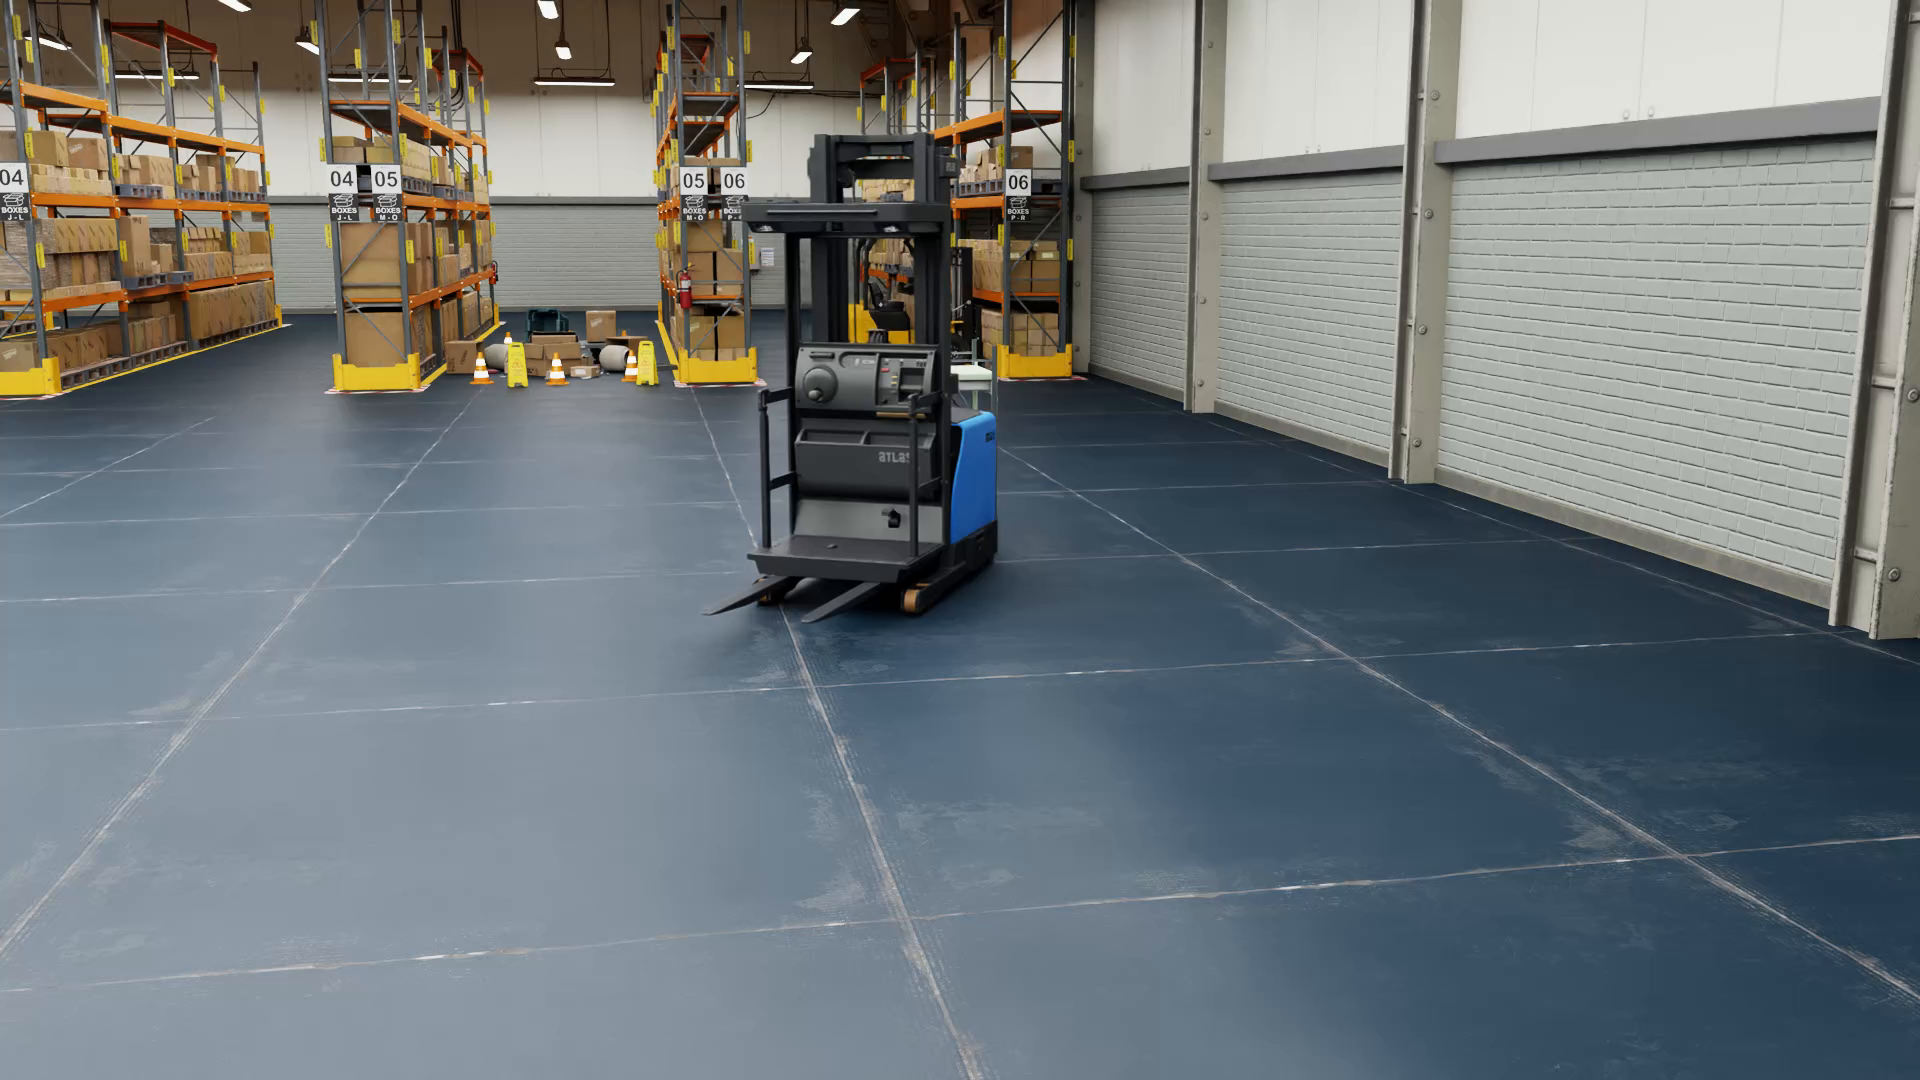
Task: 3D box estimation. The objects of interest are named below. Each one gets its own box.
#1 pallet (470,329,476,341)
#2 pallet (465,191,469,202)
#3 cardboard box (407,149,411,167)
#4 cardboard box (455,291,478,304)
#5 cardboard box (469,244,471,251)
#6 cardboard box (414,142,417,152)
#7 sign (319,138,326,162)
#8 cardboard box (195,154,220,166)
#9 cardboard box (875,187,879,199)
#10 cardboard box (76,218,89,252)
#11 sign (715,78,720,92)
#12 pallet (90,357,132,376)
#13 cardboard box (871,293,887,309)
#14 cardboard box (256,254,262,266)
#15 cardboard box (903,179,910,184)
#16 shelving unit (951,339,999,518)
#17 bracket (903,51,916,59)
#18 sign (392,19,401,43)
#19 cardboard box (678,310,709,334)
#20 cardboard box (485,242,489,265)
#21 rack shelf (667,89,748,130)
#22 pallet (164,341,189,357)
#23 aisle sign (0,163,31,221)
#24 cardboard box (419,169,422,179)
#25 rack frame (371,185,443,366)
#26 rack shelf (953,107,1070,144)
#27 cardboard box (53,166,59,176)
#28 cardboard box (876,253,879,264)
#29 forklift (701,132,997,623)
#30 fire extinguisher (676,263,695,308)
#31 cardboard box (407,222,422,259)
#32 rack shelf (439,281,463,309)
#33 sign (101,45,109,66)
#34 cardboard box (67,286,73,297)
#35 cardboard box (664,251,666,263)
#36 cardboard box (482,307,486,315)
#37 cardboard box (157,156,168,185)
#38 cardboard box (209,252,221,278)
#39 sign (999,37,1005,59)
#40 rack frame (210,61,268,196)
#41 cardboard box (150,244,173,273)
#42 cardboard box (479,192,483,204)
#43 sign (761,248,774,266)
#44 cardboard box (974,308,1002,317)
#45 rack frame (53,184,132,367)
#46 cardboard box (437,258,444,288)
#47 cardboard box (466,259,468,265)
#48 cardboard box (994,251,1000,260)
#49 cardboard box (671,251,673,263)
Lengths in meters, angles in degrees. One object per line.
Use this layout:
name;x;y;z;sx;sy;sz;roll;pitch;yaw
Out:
pallet;-10.467;-4.163;34.001;1.003;0.211;1.213;-2;11;-11
pallet;-10.640;-6.973;33.792;1.213;0.211;1.003;-2;11;-11
cardboard box;-8.468;-5.691;24.766;0.500;0.250;0.500;-2;11;-12
cardboard box;-10.467;-5.119;35.124;0.500;0.250;0.500;-2;11;-13
cardboard box;-10.591;-6.208;35.248;0.380;0.149;0.250;-2;11;-8
cardboard box;-8.575;-6.049;25.579;0.380;0.149;0.250;-2;11;-10
sign;-9.061;-5.551;23.659;0.100;0.325;0.005;-2;11;-11
cardboard box;-15.922;-8.057;35.317;0.500;0.250;0.500;-3;11;-15
cardboard box;-1.695;-8.094;38.781;0.500;0.250;0.500;-2;11;-10
cardboard box;-13.543;-4.609;25.152;0.500;0.500;0.500;-2;11;-11
sign;-4.716;-8.831;32.315;0.100;0.325;0.005;-2;11;-11
pallet;-14.024;-2.778;26.730;1.003;0.211;1.213;-2;11;-11
cardboard box;-1.780;-5.717;40.274;0.700;0.500;0.500;-2;11;-9
cardboard box;-15.971;-6.278;37.264;0.500;0.250;0.500;-3;11;-13
cardboard box;-0.988;-7.578;35.003;0.380;0.149;0.250;-2;11;-11
shelving unit;0.001;-0.736;12.550;0.431;1.500;0.755;-2;11;-11
bracket;-1.337;-11.691;40.424;0.076;0.066;4.783;-2;11;-11
sign;-7.981;-7.201;23.542;0.100;0.325;0.005;-2;11;-11
cardboard box;-4.404;-3.544;27.517;0.500;0.500;0.500;-2;11;-8
cardboard box;-11.095;-6.568;38.118;0.500;0.500;0.500;-2;11;-11
rack shelf;-4.079;-6.856;26.582;1.077;0.370;4.000;-2;11;-11
pallet;-14.817;-3.491;30.471;1.003;0.211;1.213;-2;11;-11
aisle sign;-13.105;-4.813;23.010;0.394;0.787;0.004;-2;11;-11
cardboard box;-8.670;-5.749;26.137;0.380;0.149;0.250;-2;11;-12
rack frame;-9.304;-4.432;27.960;1.000;3.000;0.127;-2;11;-11
rack shelf;0.789;-6.842;27.571;1.077;0.370;4.000;-2;11;-11
cardboard box;-13.390;-5.381;24.260;0.380;0.149;0.250;-2;11;-11
cardboard box;-1.690;-6.619;39.057;0.500;0.250;0.500;-2;11;-11
forklift;-0.672;-1.059;10.419;1.130;2.935;3.031;3;11;18
fire extinguisher;-4.120;-3.821;24.957;0.296;0.674;0.183;-2;11;-11
cardboard box;-8.733;-4.577;25.433;0.875;0.550;0.550;-2;11;-11
rack shelf;-9.693;-4.445;29.954;1.077;0.370;4.000;-2;11;-11
sign;-13.653;-7.731;26.540;0.100;0.325;0.005;-2;11;-11
cardboard box;-13.482;-3.703;24.802;0.380;0.149;0.250;-2;11;-11
cardboard box;-5.914;-5.898;34.726;0.500;0.250;0.500;-2;11;-13
cardboard box;-10.904;-5.165;37.519;0.380;0.149;0.250;-2;11;-11
cardboard box;-14.519;-6.600;29.724;0.500;0.500;0.500;-2;11;-11
cardboard box;-15.188;-5.524;33.430;0.500;0.500;0.500;-2;11;-12
sign;0.643;-7.506;25.355;0.100;0.325;0.005;-2;11;-11
rack frame;-16.523;-9.418;38.112;1.000;3.000;0.127;-2;11;-11
cardboard box;-14.616;-5.063;29.884;0.700;0.500;0.500;0;11;-3
cardboard box;-10.880;-7.581;36.885;0.500;0.250;0.500;-2;11;-9
sign;-5.389;-7.924;46.559;0.329;0.494;0.001;-2;11;-11
cardboard box;0.478;-3.777;28.074;0.500;0.250;0.500;-2;11;-12
rack frame;-14.189;-4.270;27.110;1.000;3.000;0.127;-2;11;-11
cardboard box;-9.142;-4.587;28.509;0.500;0.500;0.500;-2;11;-10
cardboard box;-10.443;-5.777;34.576;0.380;0.149;0.250;-3;11;-14
cardboard box;0.757;-4.545;26.552;0.380;0.149;0.250;-2;11;-10
cardboard box;-5.078;-5.390;30.809;0.500;0.500;0.500;-3;11;-13
